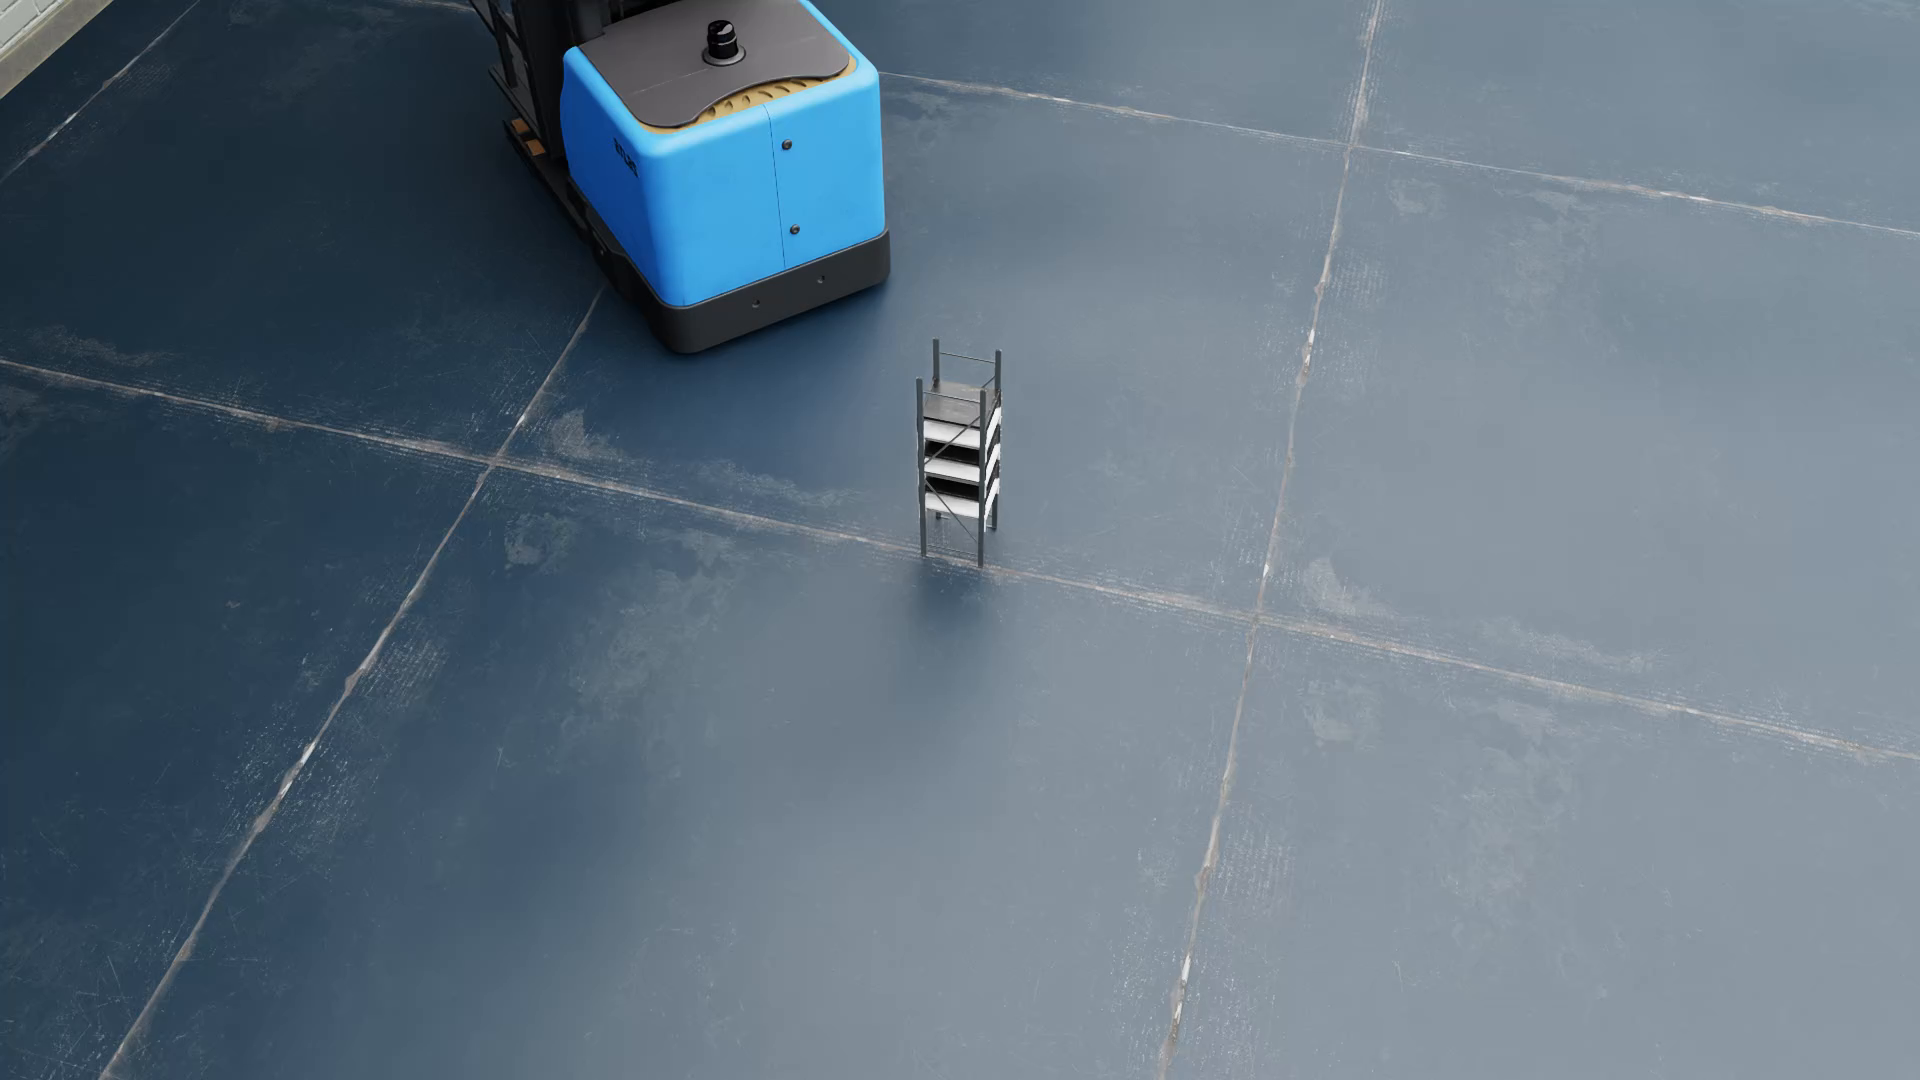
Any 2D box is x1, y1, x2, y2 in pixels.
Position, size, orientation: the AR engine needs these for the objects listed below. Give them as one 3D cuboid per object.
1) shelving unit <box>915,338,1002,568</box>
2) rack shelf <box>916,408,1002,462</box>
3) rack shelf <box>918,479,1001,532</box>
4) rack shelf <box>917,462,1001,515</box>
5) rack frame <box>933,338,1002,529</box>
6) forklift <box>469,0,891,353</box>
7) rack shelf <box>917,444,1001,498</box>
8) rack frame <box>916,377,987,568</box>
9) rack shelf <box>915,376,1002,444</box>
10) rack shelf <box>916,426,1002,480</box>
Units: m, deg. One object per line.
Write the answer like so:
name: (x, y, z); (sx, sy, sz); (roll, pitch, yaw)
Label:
shelving unit: (-0.002, -0.292, 5.907); (0.258, 0.900, 0.210); (12, 50, 10)
rack shelf: (-0.002, -0.389, 5.797); (0.258, 0.077, 0.200); (12, 50, 10)
rack shelf: (-0.002, -0.151, 6.067); (0.258, 0.077, 0.200); (12, 50, 10)
rack shelf: (-0.002, -0.210, 6.000); (0.258, 0.077, 0.200); (12, 50, 10)
rack frame: (0.025, -0.365, 5.972); (0.240, 0.900, 0.006); (12, 50, 10)
forklift: (-1.487, -2.834, 6.797); (1.130, 2.935, 3.031); (-24, 53, -20)
rack shelf: (-0.002, -0.270, 5.932); (0.258, 0.077, 0.200); (12, 50, 10)
rack frame: (-0.029, -0.218, 5.843); (0.240, 0.900, 0.006); (12, 50, 10)
rack shelf: (-0.002, -0.449, 5.730); (0.258, 0.077, 0.200); (12, 50, 10)
rack shelf: (-0.002, -0.329, 5.865); (0.258, 0.077, 0.200); (12, 50, 10)
